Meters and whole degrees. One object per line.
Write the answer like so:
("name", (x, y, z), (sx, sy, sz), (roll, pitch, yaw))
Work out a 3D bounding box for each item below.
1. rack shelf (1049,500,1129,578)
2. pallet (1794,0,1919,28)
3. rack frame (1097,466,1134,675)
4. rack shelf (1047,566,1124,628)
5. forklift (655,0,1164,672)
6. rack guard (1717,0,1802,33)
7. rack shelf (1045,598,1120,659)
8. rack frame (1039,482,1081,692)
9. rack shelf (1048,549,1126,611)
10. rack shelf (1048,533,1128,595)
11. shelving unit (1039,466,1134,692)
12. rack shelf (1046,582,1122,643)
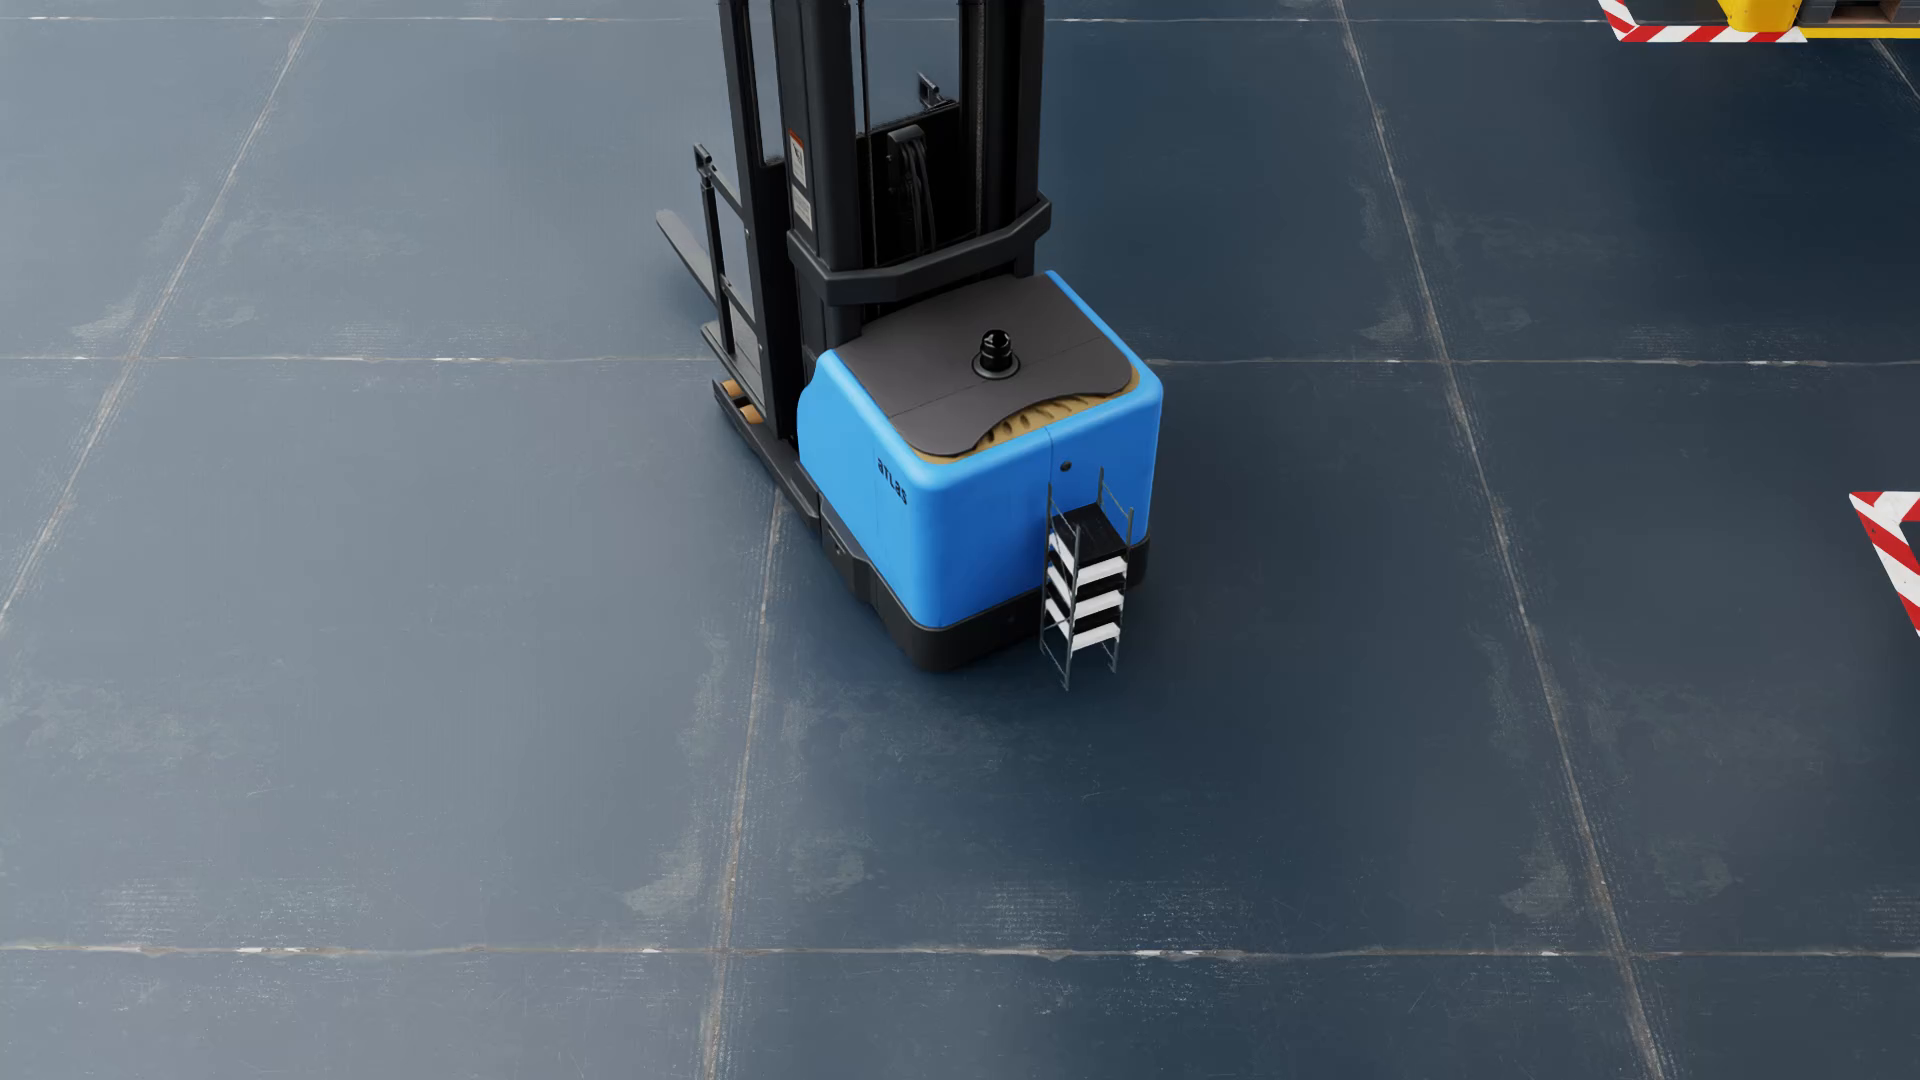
("rack shelf", (0.451, -0.005, 5.897), (0.200, 0.077, 0.258), (-18, 50, -16))
("pallet", (5.429, -3.385, 9.838), (1.213, 0.211, 1.003), (0, 47, 0))
("rack frame", (0.544, 0.126, 6.098), (0.006, 0.900, 0.240), (-18, 50, -16))
("rack shelf", (0.451, 0.179, 6.095), (0.200, 0.077, 0.258), (-18, 50, -16))
("forklift", (-0.425, -1.577, 6.296), (1.130, 2.935, 3.031), (-23, 51, -20))
("rack guard", (4.617, -3.512, 9.758), (0.348, 0.500, 1.175), (0, 47, 0))
("rack shelf", (0.451, 0.302, 6.226), (0.200, 0.077, 0.258), (-18, 50, -16))
("rack frame", (0.358, 0.187, 6.042), (0.006, 0.900, 0.240), (-18, 50, -16))
("rack shelf", (0.451, 0.118, 6.029), (0.200, 0.077, 0.258), (-18, 50, -16))
("rack shelf", (0.451, 0.057, 5.963), (0.200, 0.077, 0.258), (-18, 50, -16))
("shelving unit", (0.451, 0.157, 6.070), (0.210, 0.900, 0.258), (-18, 50, -16))
("rack shelf", (0.451, 0.241, 6.160), (0.200, 0.077, 0.258), (-18, 50, -16))
